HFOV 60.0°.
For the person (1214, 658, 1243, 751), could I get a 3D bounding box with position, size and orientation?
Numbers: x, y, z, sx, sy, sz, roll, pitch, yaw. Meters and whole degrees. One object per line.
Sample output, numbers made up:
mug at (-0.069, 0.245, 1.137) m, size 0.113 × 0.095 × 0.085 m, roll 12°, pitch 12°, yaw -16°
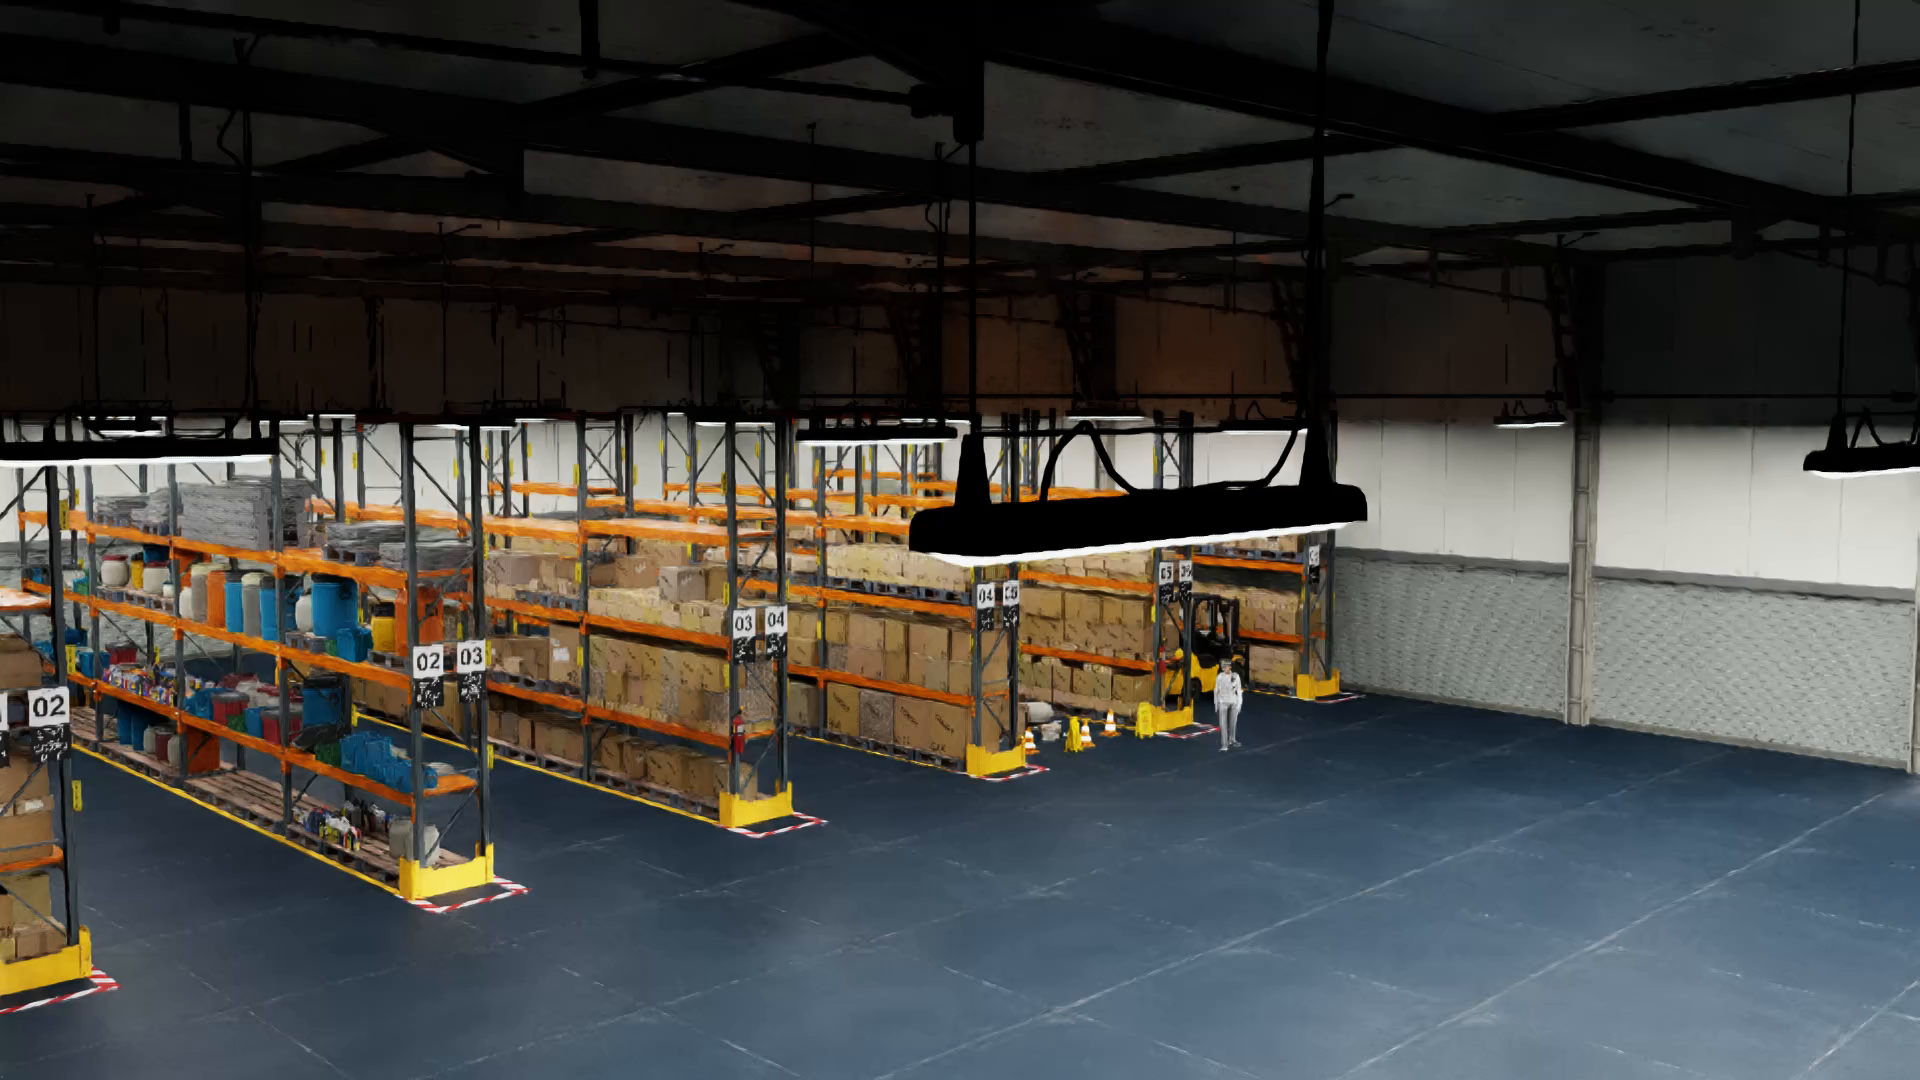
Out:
person at (4.804, 2.921, 29.778) m, size 0.510 × 1.658 × 0.594 m, roll 1°, pitch 5°, yaw 11°
